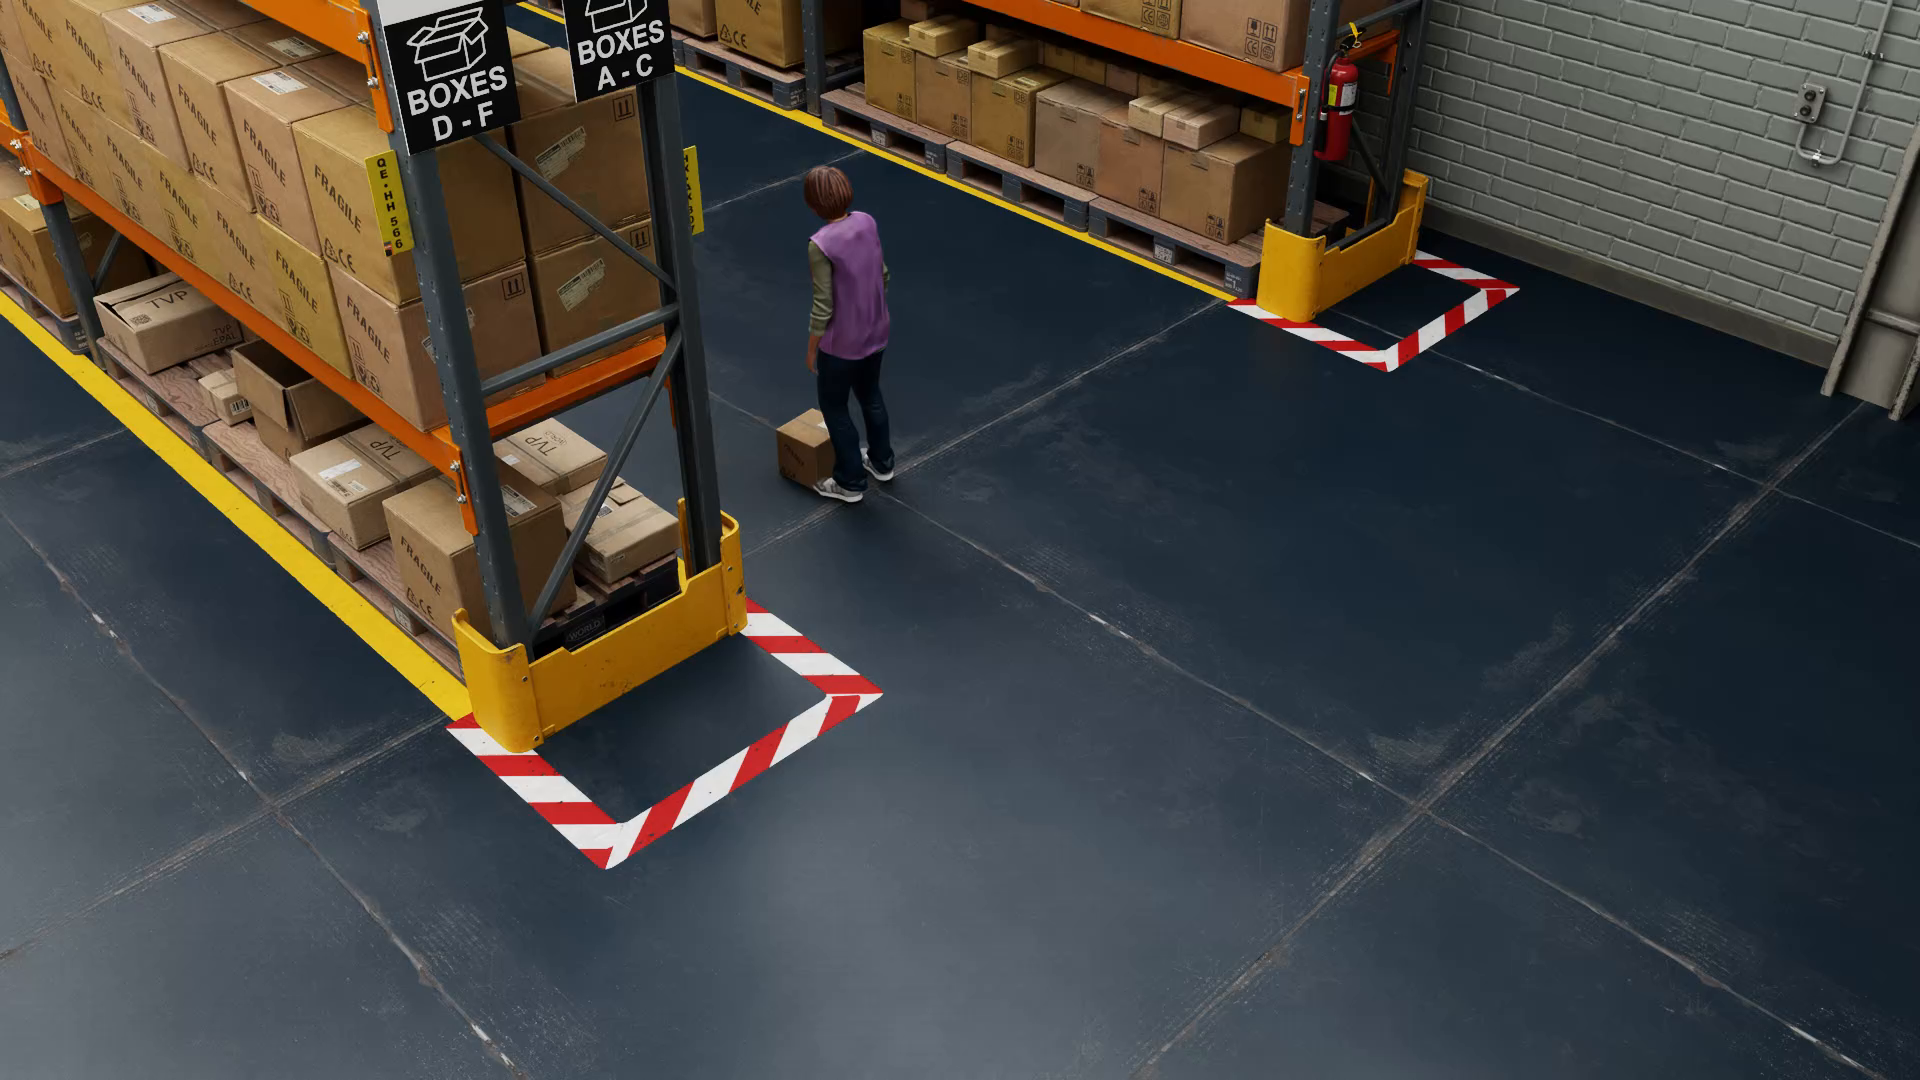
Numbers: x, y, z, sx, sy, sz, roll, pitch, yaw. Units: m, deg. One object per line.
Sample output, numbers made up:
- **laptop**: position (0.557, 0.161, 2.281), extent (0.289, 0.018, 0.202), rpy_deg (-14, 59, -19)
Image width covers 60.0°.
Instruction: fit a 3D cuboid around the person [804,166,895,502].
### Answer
- **person**: position (-0.496, -0.895, 7.391), extent (0.350, 1.592, 0.474), rpy_deg (26, 43, 31)
